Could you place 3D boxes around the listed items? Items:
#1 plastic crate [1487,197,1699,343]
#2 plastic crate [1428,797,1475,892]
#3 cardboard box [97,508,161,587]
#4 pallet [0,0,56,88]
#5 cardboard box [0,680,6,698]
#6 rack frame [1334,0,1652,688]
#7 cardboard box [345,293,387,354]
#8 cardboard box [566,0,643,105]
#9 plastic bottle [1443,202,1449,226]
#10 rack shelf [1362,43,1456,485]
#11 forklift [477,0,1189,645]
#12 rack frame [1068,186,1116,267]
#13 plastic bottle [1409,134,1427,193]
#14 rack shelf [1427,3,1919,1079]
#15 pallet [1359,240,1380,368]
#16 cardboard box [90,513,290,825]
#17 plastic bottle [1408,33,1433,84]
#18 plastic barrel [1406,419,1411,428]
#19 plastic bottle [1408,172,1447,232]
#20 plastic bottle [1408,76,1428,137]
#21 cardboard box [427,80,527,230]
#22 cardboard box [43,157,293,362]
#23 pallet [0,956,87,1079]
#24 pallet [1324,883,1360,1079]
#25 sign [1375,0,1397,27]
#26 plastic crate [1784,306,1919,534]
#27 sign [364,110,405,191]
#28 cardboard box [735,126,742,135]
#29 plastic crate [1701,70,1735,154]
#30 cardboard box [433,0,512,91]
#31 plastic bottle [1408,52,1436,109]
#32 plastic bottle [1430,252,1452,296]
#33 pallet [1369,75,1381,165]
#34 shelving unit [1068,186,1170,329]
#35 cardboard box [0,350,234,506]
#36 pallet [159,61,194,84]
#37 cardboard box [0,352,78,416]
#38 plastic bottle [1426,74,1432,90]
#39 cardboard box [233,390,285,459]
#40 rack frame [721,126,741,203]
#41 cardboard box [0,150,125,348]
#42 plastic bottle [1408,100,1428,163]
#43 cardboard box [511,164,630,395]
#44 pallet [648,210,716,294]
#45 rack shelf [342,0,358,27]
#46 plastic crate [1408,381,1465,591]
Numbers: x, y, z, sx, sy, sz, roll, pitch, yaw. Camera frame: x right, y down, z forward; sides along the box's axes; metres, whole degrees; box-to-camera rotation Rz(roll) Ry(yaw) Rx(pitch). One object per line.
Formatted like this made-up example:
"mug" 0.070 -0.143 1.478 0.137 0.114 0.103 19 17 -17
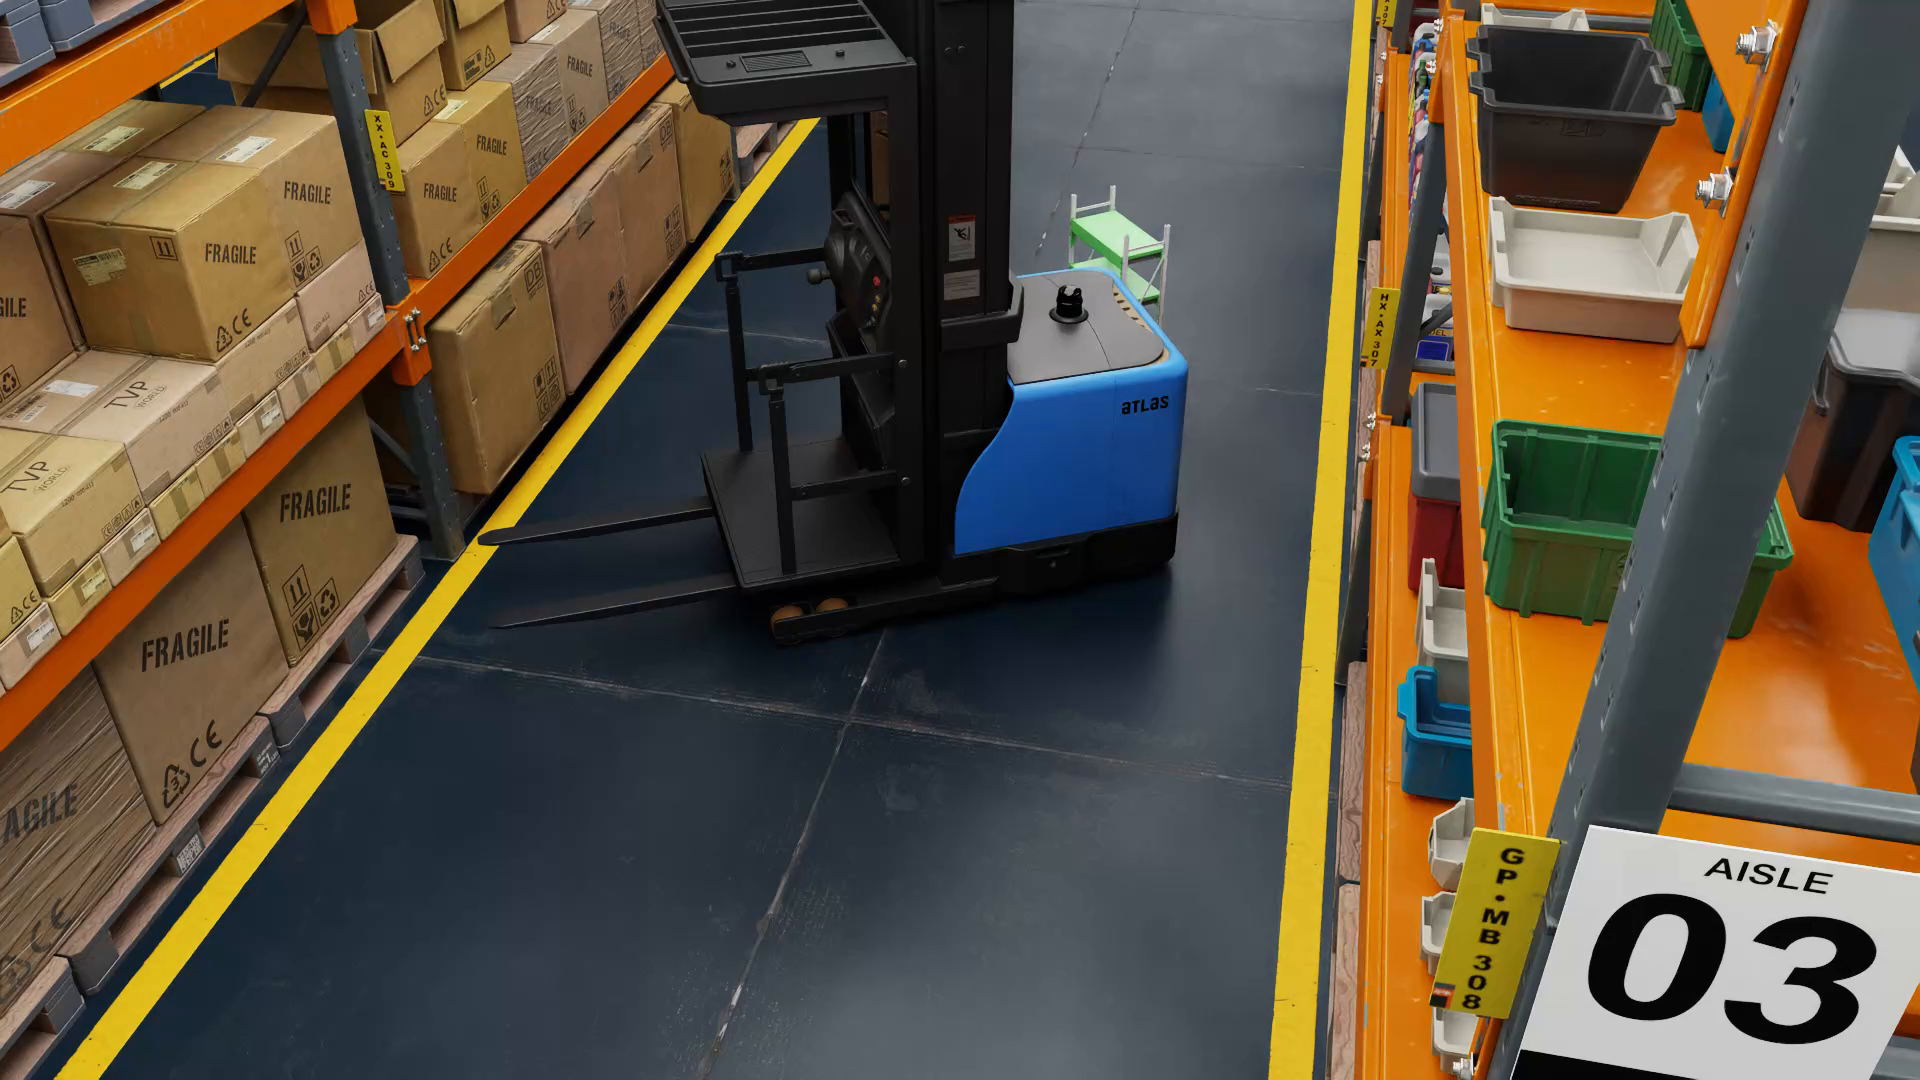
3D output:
"plastic crate" 1.399 -0.611 3.706 0.437 0.136 0.530 7 37 10
"plastic crate" 1.354 0.806 4.256 0.298 0.136 0.250 7 37 10
"cardboard box" -2.859 -0.001 5.410 0.380 0.149 0.250 8 37 11
"pallet" -3.232 -1.215 4.390 1.003 0.211 1.213 7 37 10
"cardboard box" -3.022 0.442 4.798 0.380 0.149 0.250 7 36 9
"rack frame" 2.055 -0.581 5.995 1.000 3.000 0.127 7 37 10
"cardboard box" -2.529 -0.884 6.628 0.380 0.149 0.250 8 37 10
"cardboard box" -2.013 -2.638 8.749 0.500 0.500 0.500 6 36 8
"plastic bottle" 2.009 -1.296 7.087 0.152 0.276 0.135 7 37 10
"rack shelf" 2.482 -1.436 7.788 1.077 0.370 4.000 7 37 10
"forklift" -0.599 -1.084 6.748 3.031 2.935 1.130 -10 37 -13
"rack frame" 0.646 -1.201 8.384 0.240 1.200 0.015 -16 39 -21
"plastic bottle" 2.167 -1.760 7.665 0.144 0.351 0.185 7 37 10
"rack shelf" 1.628 -0.357 3.744 1.077 0.370 4.000 7 37 10
"pallet" 2.781 -1.288 9.347 1.003 0.211 1.213 7 37 10
"cardboard box" -3.195 0.373 6.132 0.875 0.875 0.875 7 37 10
"plastic bottle" 2.449 -2.551 8.824 0.097 0.271 0.097 0 36 0
"plastic barrel" 2.339 -0.617 7.475 0.600 0.901 0.708 7 37 10
"plastic bottle" 2.087 -1.506 7.377 0.152 0.276 0.135 7 37 10
"plastic bottle" 2.280 -2.150 8.260 0.061 0.283 0.133 7 37 10
"cardboard box" -2.335 -1.763 7.541 0.500 0.500 0.500 7 37 10
"cardboard box" -2.732 -0.981 5.783 0.500 0.500 0.500 8 37 10
"pallet" -3.544 1.753 5.152 1.003 0.211 1.213 7 37 10
"pallet" 1.677 1.676 5.257 1.003 0.211 1.213 7 37 10
"sign" 2.370 -3.005 9.201 0.100 0.325 0.005 7 37 10
"plastic crate" 1.795 -0.318 3.130 0.504 0.338 0.767 7 37 10
"sign" -2.241 -1.515 6.480 0.100 0.325 0.005 7 37 10
"cardboard box" -1.806 -3.047 11.154 0.700 0.500 0.500 5 36 8
"plastic crate" 2.172 -1.166 4.389 0.416 0.233 0.300 7 37 10
"cardboard box" -2.498 -2.407 7.576 0.797 0.503 0.637 8 37 10
"plastic bottle" 2.402 -2.351 8.543 0.152 0.276 0.135 7 37 10
"plastic bottle" 1.901 -1.006 6.688 0.152 0.276 0.135 7 37 10
"pallet" 3.375 -2.881 11.546 1.003 0.211 1.213 7 37 10
"shelving unit" 0.755 -1.073 8.208 0.258 1.200 0.503 -16 39 -21
"cardboard box" -2.839 -0.386 5.600 0.500 0.250 0.500 8 37 11
"pallet" -6.511 -3.488 12.383 1.003 0.211 1.213 7 37 10
"cardboard box" -3.356 -0.443 5.679 0.500 0.250 0.500 8 37 11
"plastic bottle" 2.410 -2.278 8.447 0.097 0.271 0.097 0 36 0
"cardboard box" -2.694 -0.442 6.018 0.380 0.149 0.250 8 37 11
"rack frame" -1.930 -3.495 10.016 1.000 3.000 0.127 7 37 10
"cardboard box" -3.249 -1.041 5.866 0.500 0.500 0.500 7 37 10
"plastic bottle" 2.210 -1.962 8.001 0.061 0.283 0.133 7 37 10
"cardboard box" -2.477 -1.393 8.569 1.225 0.875 0.875 6 36 8
"pallet" -2.172 -1.923 10.224 1.003 0.211 1.213 7 37 10
"rack shelf" -2.357 -3.271 7.765 1.077 0.370 4.000 7 37 10
"plastic crate" 1.619 -0.150 5.296 0.402 0.464 0.583 7 37 10
